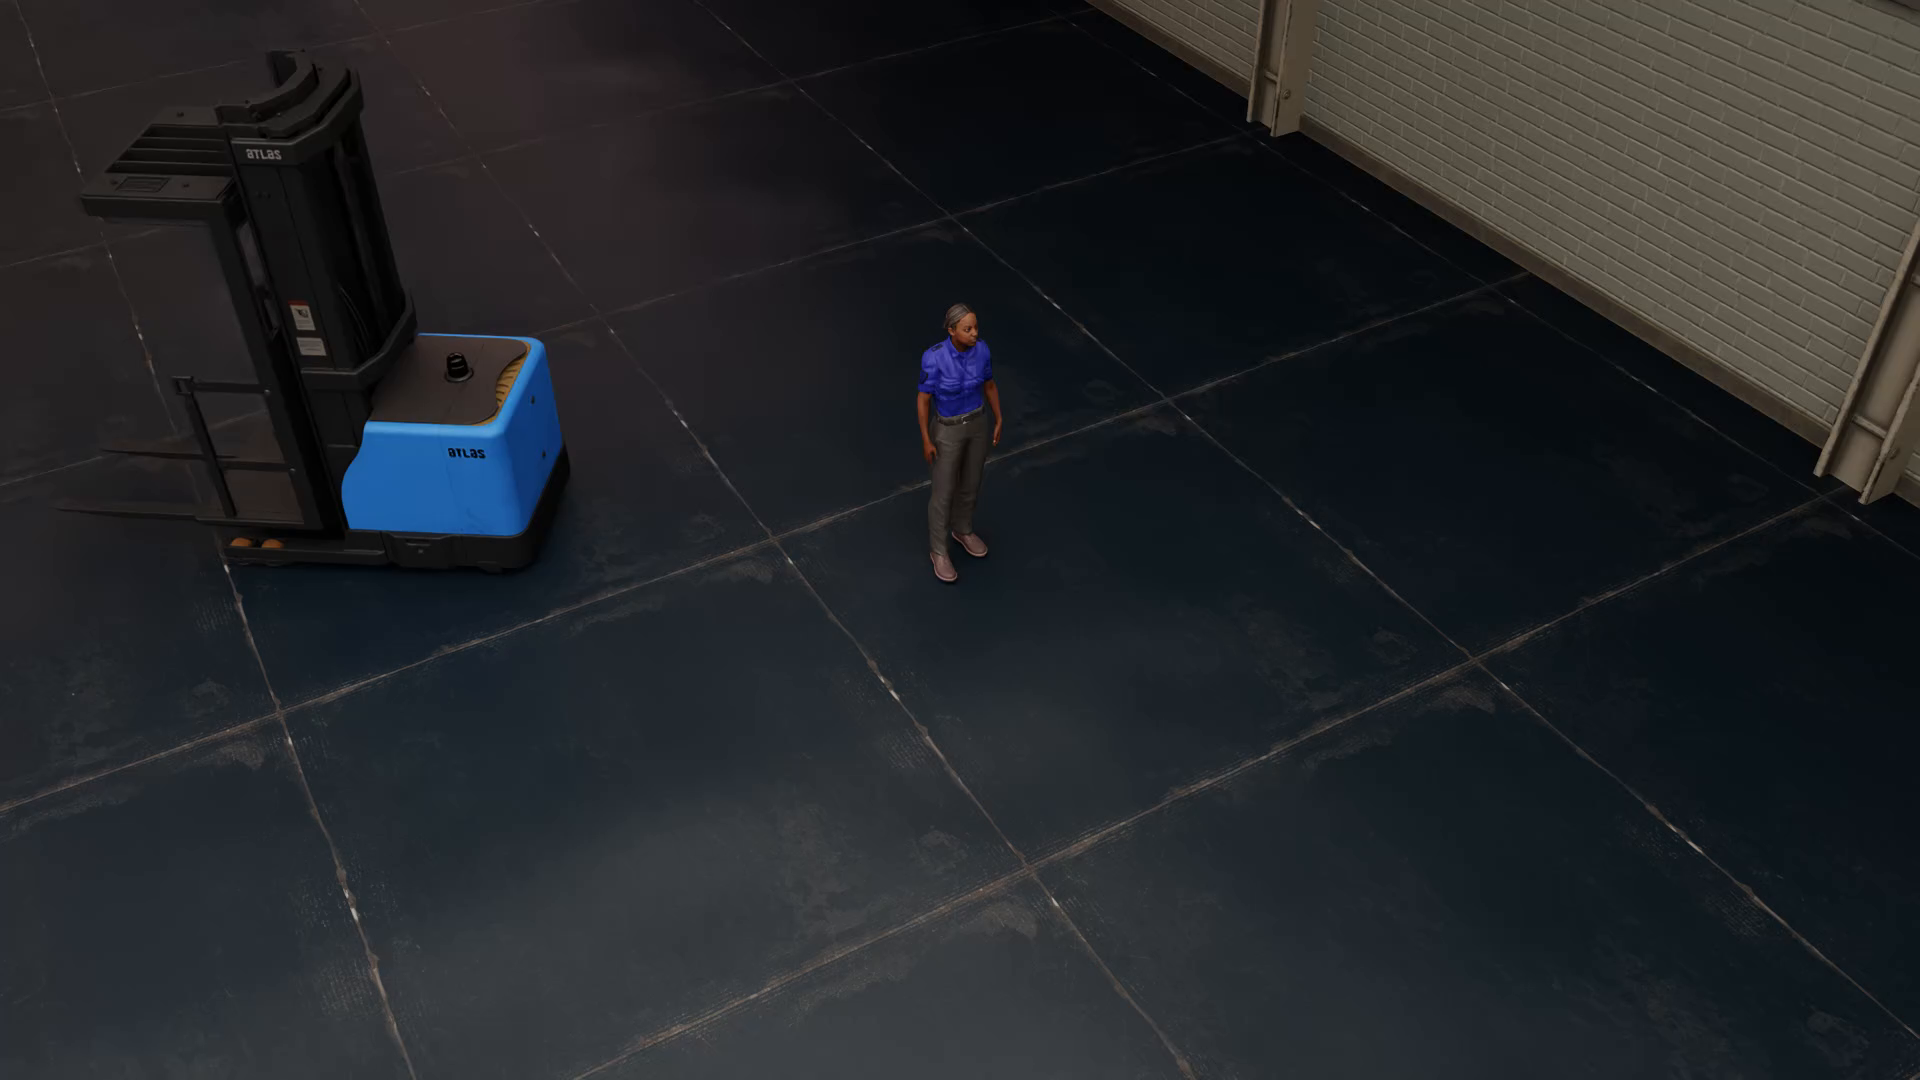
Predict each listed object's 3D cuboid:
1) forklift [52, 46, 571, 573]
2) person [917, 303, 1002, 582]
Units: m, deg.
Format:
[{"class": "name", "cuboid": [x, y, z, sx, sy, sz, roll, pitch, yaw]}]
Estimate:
[{"class": "forklift", "cuboid": [-4.057, -1.301, 9.605, 3.031, 2.935, 1.130, 3, 40, 3]}, {"class": "person", "cuboid": [0.027, -0.588, 9.733, 0.570, 1.656, 0.503, -20, 44, -23]}]
